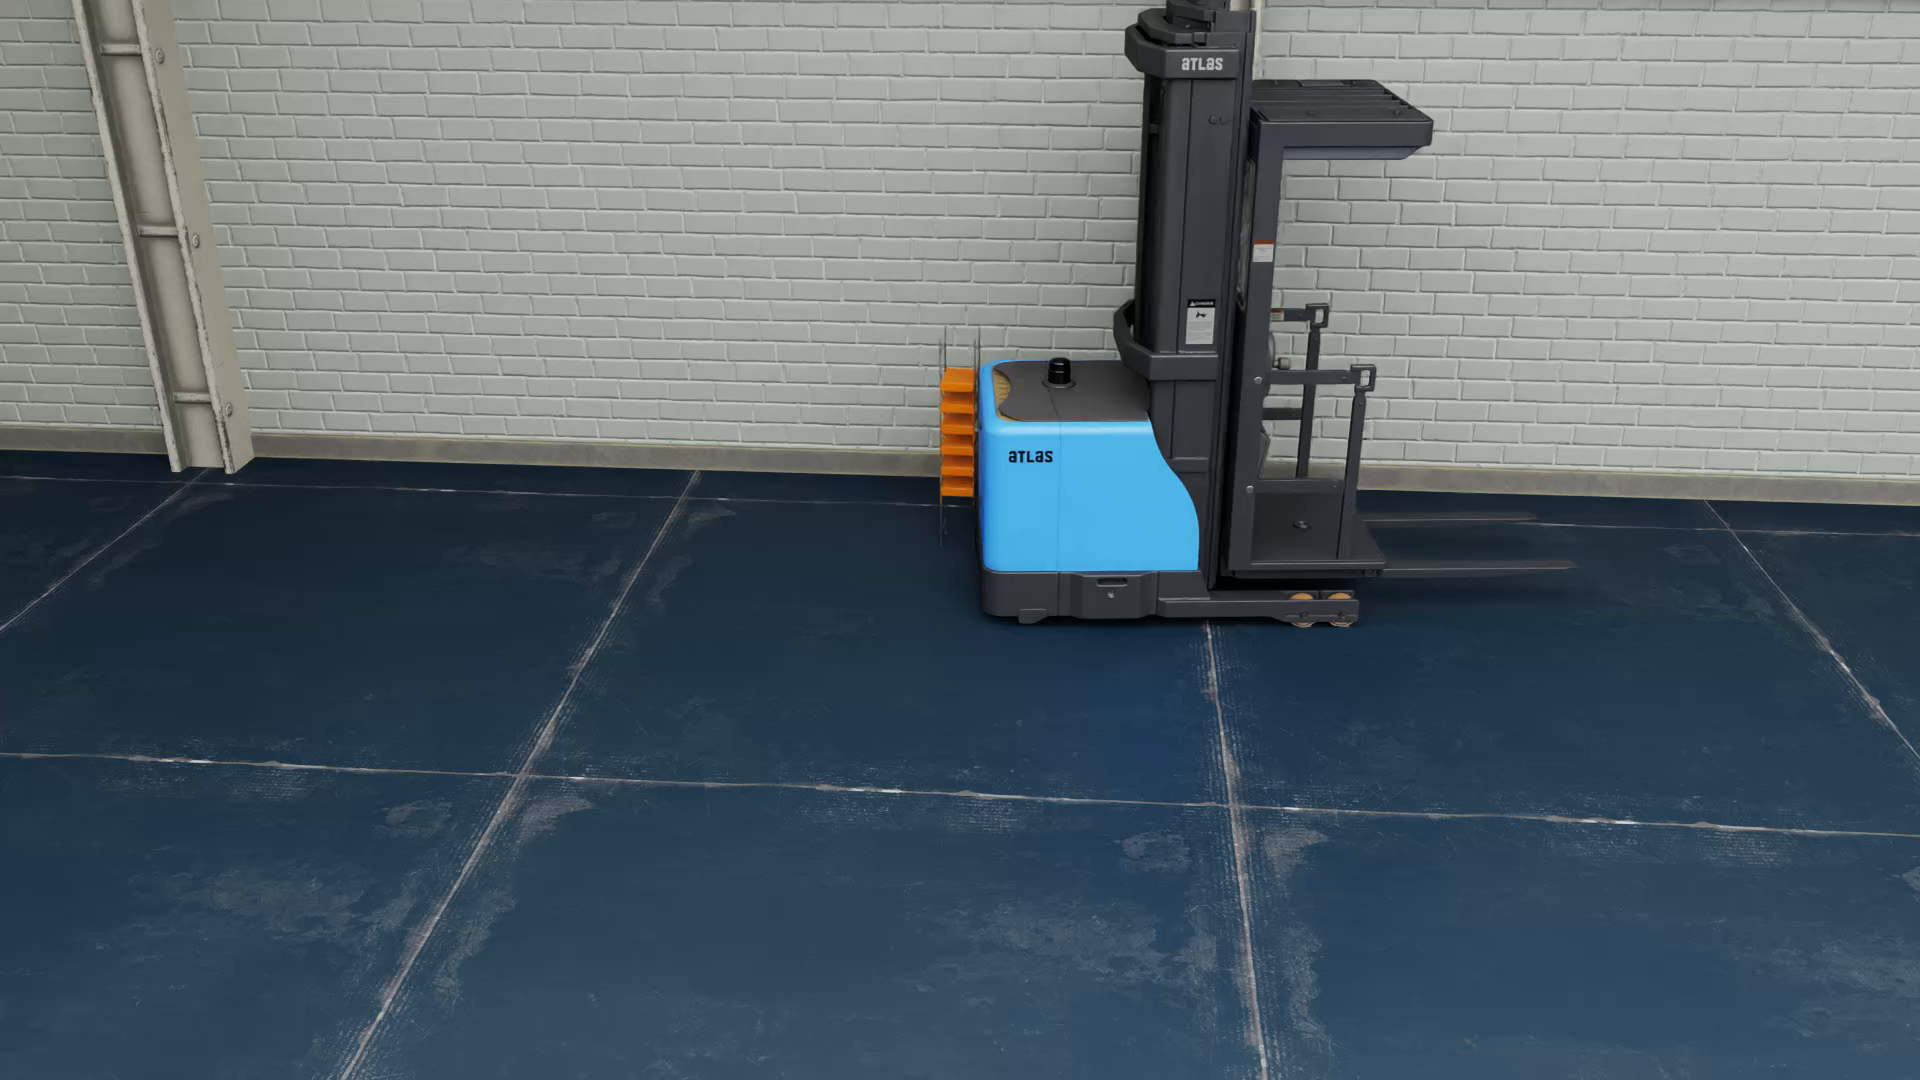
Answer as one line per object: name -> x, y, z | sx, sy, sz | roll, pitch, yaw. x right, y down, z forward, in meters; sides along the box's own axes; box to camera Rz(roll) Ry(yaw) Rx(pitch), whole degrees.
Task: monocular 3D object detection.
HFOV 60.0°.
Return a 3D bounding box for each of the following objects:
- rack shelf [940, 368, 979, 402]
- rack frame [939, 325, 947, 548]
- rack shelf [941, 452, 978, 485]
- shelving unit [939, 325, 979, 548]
rack shelf -> 0.000, -0.833, 8.870 | 0.180, 0.103, 0.258 | 3, 25, 7
rack frame -> -0.090, -0.551, 9.012 | 0.006, 1.200, 0.240 | 3, 25, 7
rack shelf -> 0.000, -0.397, 9.070 | 0.180, 0.103, 0.258 | 3, 25, 7
shelving unit -> -11.043, -0.020, 7.141 | 21.589, 1.801, 6.899 | 3, 25, 7
